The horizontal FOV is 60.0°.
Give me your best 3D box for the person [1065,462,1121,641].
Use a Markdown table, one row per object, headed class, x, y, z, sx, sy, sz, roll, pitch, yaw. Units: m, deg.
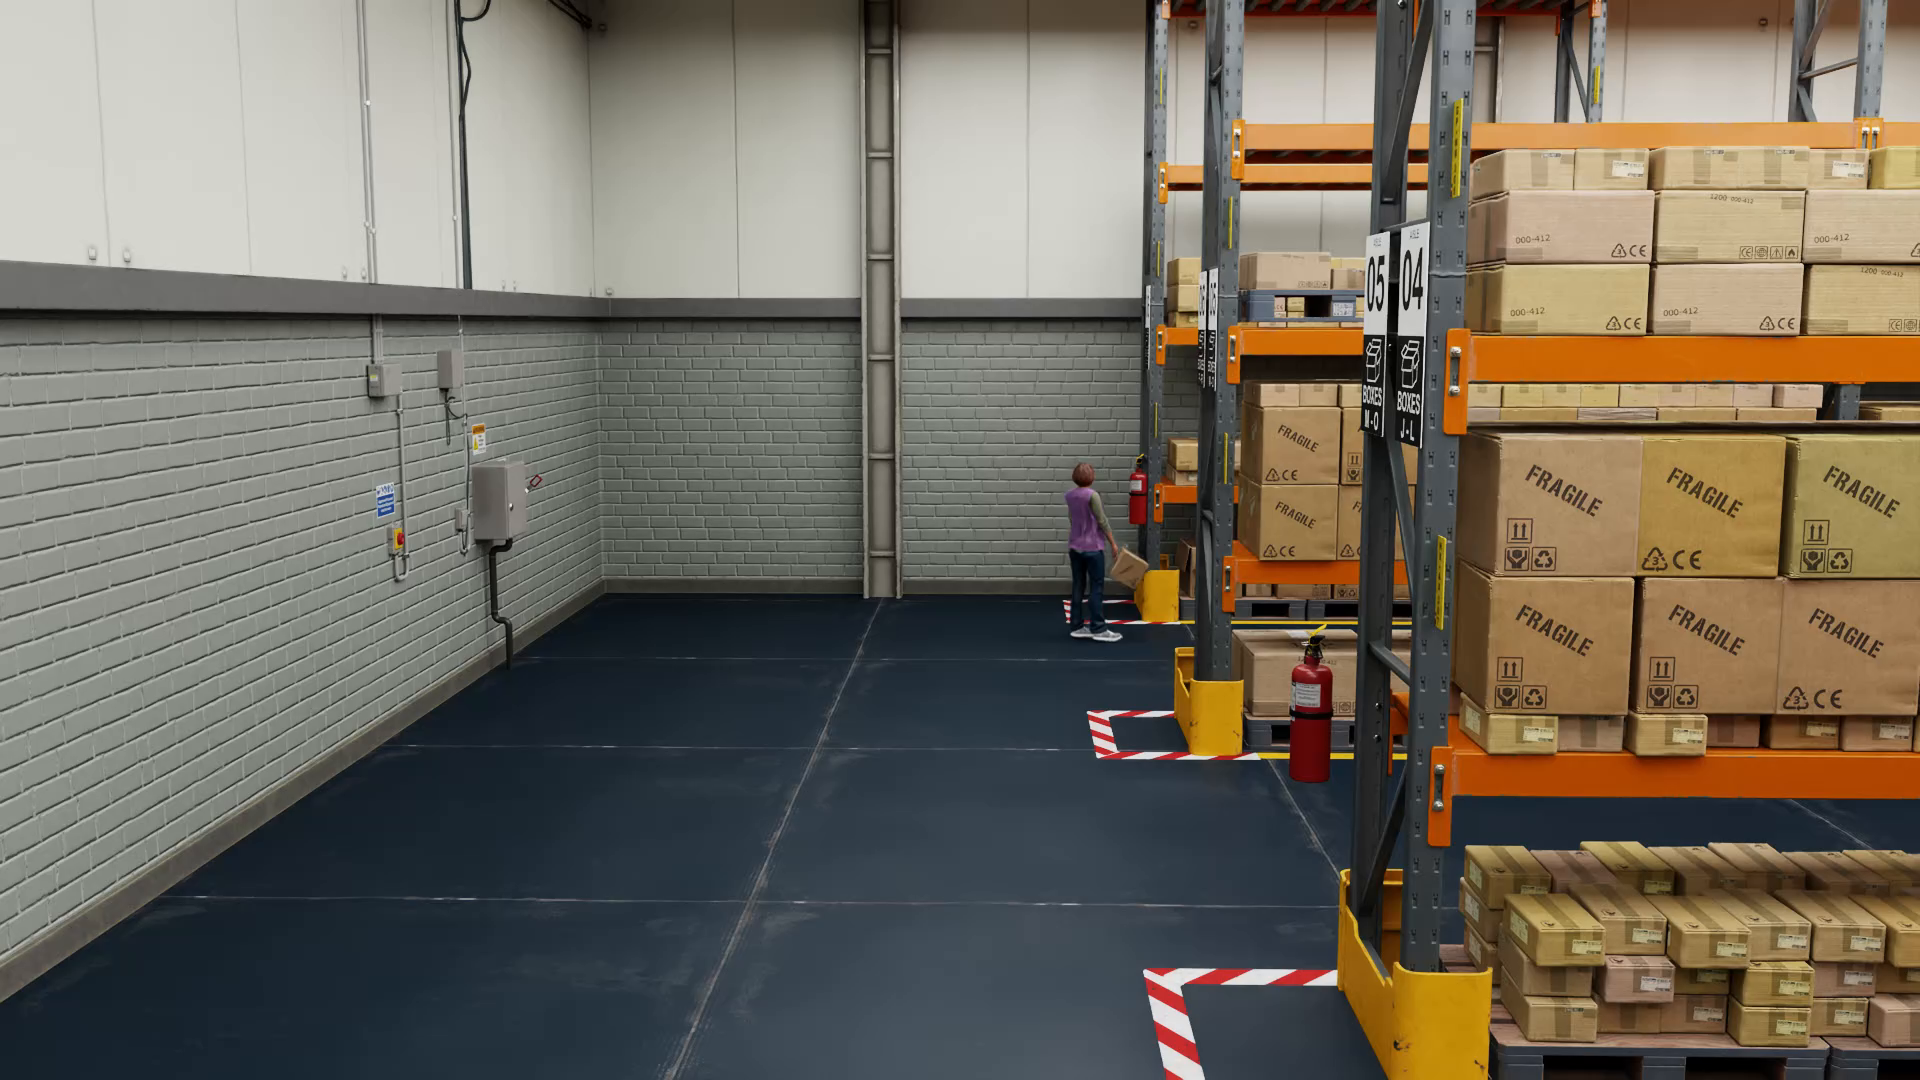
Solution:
| class | x | y | z | sx | sy | sz | roll | pitch | yaw |
| --- | --- | --- | --- | --- | --- | --- | --- | --- | --- |
| person | 1.186 | 0.107 | 14.975 | 0.395 | 1.582 | 0.498 | -6 | 10 | -40 |
